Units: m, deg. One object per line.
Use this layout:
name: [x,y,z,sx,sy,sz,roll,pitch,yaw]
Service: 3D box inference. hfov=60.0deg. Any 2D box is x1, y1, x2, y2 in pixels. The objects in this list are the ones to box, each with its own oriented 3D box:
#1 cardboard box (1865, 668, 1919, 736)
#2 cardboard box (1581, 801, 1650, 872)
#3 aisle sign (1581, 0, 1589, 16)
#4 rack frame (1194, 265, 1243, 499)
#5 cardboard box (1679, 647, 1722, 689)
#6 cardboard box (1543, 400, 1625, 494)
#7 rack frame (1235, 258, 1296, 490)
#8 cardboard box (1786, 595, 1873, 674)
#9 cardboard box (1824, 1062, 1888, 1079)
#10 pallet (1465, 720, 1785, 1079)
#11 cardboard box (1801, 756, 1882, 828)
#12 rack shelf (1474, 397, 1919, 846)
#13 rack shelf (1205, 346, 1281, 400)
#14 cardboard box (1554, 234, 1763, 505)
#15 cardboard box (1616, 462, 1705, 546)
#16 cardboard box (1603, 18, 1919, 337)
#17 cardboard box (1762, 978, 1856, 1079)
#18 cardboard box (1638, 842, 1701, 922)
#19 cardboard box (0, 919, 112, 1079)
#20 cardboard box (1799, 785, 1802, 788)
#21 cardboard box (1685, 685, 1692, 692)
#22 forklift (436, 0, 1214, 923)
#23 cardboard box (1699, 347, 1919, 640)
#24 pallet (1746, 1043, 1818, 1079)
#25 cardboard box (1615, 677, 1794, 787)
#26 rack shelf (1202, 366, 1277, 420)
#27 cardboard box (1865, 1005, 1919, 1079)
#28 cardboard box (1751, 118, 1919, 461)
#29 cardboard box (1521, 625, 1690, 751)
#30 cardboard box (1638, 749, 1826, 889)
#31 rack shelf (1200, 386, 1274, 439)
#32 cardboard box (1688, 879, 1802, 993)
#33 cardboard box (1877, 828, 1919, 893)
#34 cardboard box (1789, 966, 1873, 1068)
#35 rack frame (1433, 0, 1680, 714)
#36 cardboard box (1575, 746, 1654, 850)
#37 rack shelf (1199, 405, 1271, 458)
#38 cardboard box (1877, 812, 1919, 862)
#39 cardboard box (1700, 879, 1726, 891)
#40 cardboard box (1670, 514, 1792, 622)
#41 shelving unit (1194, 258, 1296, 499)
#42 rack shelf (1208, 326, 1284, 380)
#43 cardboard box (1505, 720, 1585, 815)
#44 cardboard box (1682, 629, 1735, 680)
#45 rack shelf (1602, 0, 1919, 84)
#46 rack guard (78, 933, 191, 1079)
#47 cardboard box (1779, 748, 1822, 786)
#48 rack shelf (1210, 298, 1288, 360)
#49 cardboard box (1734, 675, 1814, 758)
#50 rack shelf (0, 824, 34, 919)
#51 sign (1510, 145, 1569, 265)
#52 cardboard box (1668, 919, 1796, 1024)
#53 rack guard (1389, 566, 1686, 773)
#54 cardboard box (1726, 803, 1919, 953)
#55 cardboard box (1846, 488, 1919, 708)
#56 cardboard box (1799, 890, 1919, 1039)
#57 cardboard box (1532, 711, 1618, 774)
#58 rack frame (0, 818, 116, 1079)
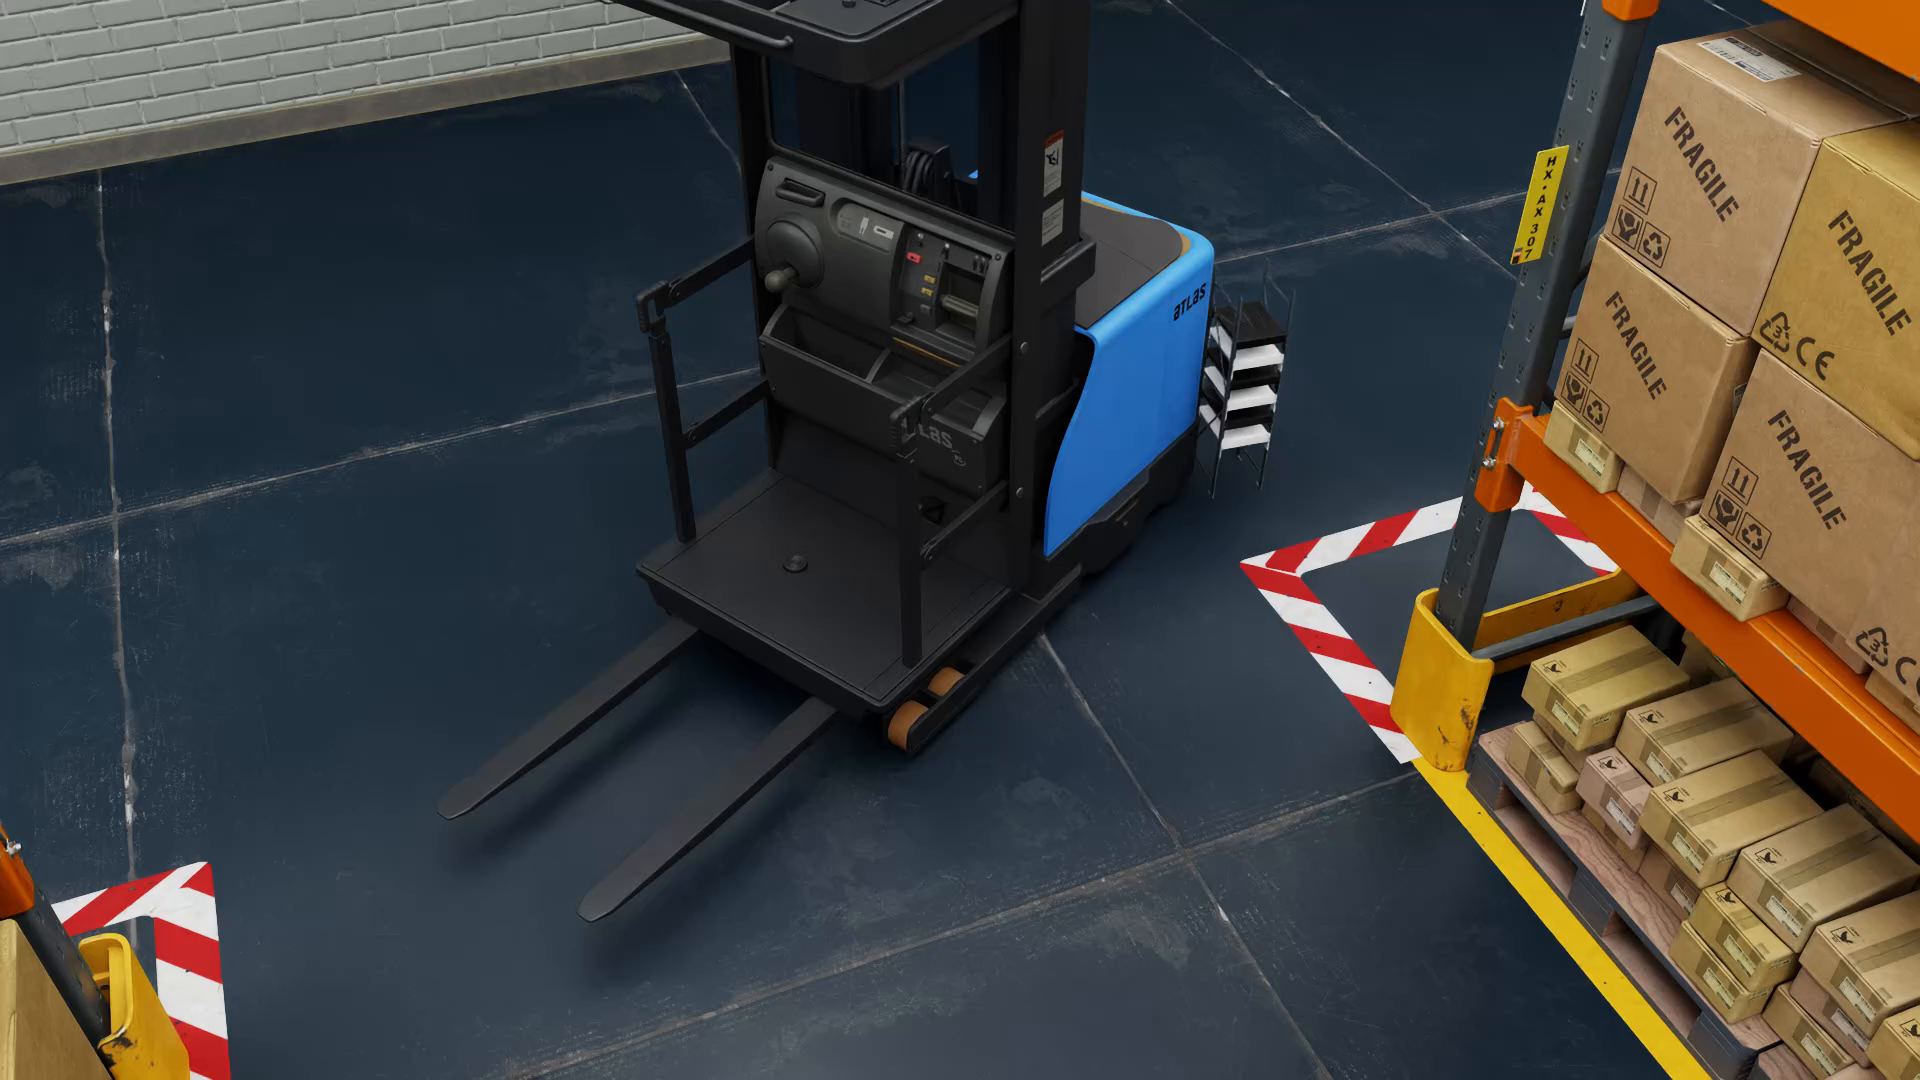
cardboard box: [2.314,0.315,3.776,0.380,0.149,0.250,-16,43,-17]
cardboard box: [2.077,0.787,4.899,0.380,0.149,0.250,-15,43,-17]
aisle sign: [1.692,-1.622,3.842,0.394,0.787,0.004,-15,43,-17]
rack frame: [0.951,-0.577,6.226,0.006,0.900,0.240,-10,42,-13]
cardboard box: [2.462,0.388,5.134,0.380,0.149,0.250,-16,43,-18]
cardboard box: [1.818,-0.295,4.485,0.380,0.149,0.250,-15,43,-17]
rack frame: [1.145,-0.612,6.272,0.006,0.900,0.240,-10,42,-13]
cardboard box: [2.233,0.145,3.973,0.380,0.149,0.250,-13,42,-15]
cardboard box: [2.376,1.418,4.165,0.380,0.149,0.250,-17,44,-19]
pallet: [2.304,0.934,5.002,1.003,0.211,1.213,-15,43,-17]
cardboard box: [2.663,0.701,4.771,0.380,0.149,0.250,-17,43,-19]
rack shelf: [2.762,0.810,3.559,1.077,0.370,4.000,-15,43,-17]
rack shelf: [1.049,-0.638,6.212,0.200,0.077,0.258,-10,42,-13]
cardboard box: [1.913,-0.479,4.201,0.500,0.500,0.500,-13,42,-15]
cardboard box: [1.953,-0.152,4.319,0.380,0.149,0.250,-14,43,-15]
cardboard box: [1.923,-0.861,3.878,0.500,0.500,0.500,-15,43,-17]
cardboard box: [2.361,1.246,4.365,0.380,0.149,0.250,-15,43,-17]
cardboard box: [2.179,0.935,4.727,0.380,0.149,0.250,-15,43,-16]
cardboard box: [-2.306,1.521,3.488,0.875,0.875,0.875,-15,43,-17]
cardboard box: [2.583,0.649,5.059,0.380,0.149,0.250,-14,43,-16]
cardboard box: [2.391,0.519,5.210,0.380,0.149,0.250,-14,43,-16]
forklift: [-0.383,-0.785,4.915,1.130,2.935,3.031,27,47,27]
cardboard box: [2.142,-0.163,3.834,0.500,0.500,0.500,-15,43,-17]
pallet: [2.767,1.668,4.149,1.003,0.211,1.213,-15,43,-17]
cardboard box: [2.100,0.565,4.700,0.380,0.149,0.250,-14,43,-16]
rack shelf: [1.047,-0.569,6.270,0.200,0.077,0.258,-10,42,-13]
cardboard box: [2.405,1.217,3.942,0.380,0.149,0.250,-14,43,-16]
cardboard box: [2.122,-0.558,3.527,0.500,0.500,0.500,-14,43,-16]
cardboard box: [1.883,0.429,4.859,0.380,0.149,0.250,-17,44,-19]
cardboard box: [2.078,0.749,4.487,0.380,0.149,0.250,-15,43,-17]
rack shelf: [1.046,-0.501,6.329,0.200,0.077,0.258,-10,42,-13]
cardboard box: [2.186,1.007,4.414,0.380,0.149,0.250,-14,43,-16]
cardboard box: [2.671,0.888,4.553,0.380,0.149,0.250,-16,43,-17]
cardboard box: [2.375,1.143,4.256,0.380,0.149,0.250,-17,44,-19]
rack frame: [1.997,-0.667,4.726,1.000,3.000,0.127,-15,43,-17]
cardboard box: [2.013,0.700,4.771,0.380,0.149,0.250,-15,43,-17]
rack shelf: [1.045,-0.432,6.387,0.200,0.077,0.258,-10,42,-13]
cardboard box: [2.733,0.746,4.490,0.380,0.149,0.250,-17,43,-19]
cardboard box: [2.188,0.826,4.626,0.380,0.149,0.250,-15,43,-16]
cardboard box: [2.007,0.023,4.115,0.380,0.149,0.250,-16,43,-18]
shelving unit: [1.048,-0.595,6.249,0.210,0.900,0.258,-10,42,-13]
rack shelf: [1.050,-0.706,6.154,0.200,0.077,0.258,-10,42,-13]
cardboard box: [1.901,0.650,5.058,0.380,0.149,0.250,-14,43,-16]
cardboard box: [2.433,0.284,5.027,0.380,0.149,0.250,-15,43,-16]
rack shelf: [2.762,-0.327,2.581,1.077,0.370,4.000,-15,43,-17]
rack guard: [-2.634,1.442,4.189,1.175,0.500,0.348,-15,43,-17]
cardboard box: [2.513,0.559,4.936,0.380,0.149,0.250,-16,43,-18]
rack shelf: [1.052,-0.775,6.095,0.200,0.077,0.258,-10,42,-13]
cardboard box: [2.476,0.450,4.834,0.380,0.149,0.250,-14,43,-16]
rack shelf: [-1.859,1.987,2.191,1.077,0.370,4.000,-15,43,-17]
sign: [1.495,-0.860,4.286,0.100,0.325,0.005,-15,43,-17]
cardboard box: [2.175,1.116,4.516,0.380,0.149,0.250,-15,43,-16]
rack guard: [2.026,0.326,5.487,1.175,0.500,0.348,-15,43,-17]
cardboard box: [2.249,0.878,4.337,0.380,0.149,0.250,-17,44,-19]
cardboard box: [2.317,0.136,3.487,0.500,0.500,0.500,-15,43,-16]
cardboard box: [2.347,1.047,4.140,0.380,0.149,0.250,-14,43,-15]
cardboard box: [1.960,0.521,4.980,0.380,0.149,0.250,-13,42,-15]
rack frame: [-2.621,0.508,3.358,0.949,2.616,0.053,-15,43,-17]
